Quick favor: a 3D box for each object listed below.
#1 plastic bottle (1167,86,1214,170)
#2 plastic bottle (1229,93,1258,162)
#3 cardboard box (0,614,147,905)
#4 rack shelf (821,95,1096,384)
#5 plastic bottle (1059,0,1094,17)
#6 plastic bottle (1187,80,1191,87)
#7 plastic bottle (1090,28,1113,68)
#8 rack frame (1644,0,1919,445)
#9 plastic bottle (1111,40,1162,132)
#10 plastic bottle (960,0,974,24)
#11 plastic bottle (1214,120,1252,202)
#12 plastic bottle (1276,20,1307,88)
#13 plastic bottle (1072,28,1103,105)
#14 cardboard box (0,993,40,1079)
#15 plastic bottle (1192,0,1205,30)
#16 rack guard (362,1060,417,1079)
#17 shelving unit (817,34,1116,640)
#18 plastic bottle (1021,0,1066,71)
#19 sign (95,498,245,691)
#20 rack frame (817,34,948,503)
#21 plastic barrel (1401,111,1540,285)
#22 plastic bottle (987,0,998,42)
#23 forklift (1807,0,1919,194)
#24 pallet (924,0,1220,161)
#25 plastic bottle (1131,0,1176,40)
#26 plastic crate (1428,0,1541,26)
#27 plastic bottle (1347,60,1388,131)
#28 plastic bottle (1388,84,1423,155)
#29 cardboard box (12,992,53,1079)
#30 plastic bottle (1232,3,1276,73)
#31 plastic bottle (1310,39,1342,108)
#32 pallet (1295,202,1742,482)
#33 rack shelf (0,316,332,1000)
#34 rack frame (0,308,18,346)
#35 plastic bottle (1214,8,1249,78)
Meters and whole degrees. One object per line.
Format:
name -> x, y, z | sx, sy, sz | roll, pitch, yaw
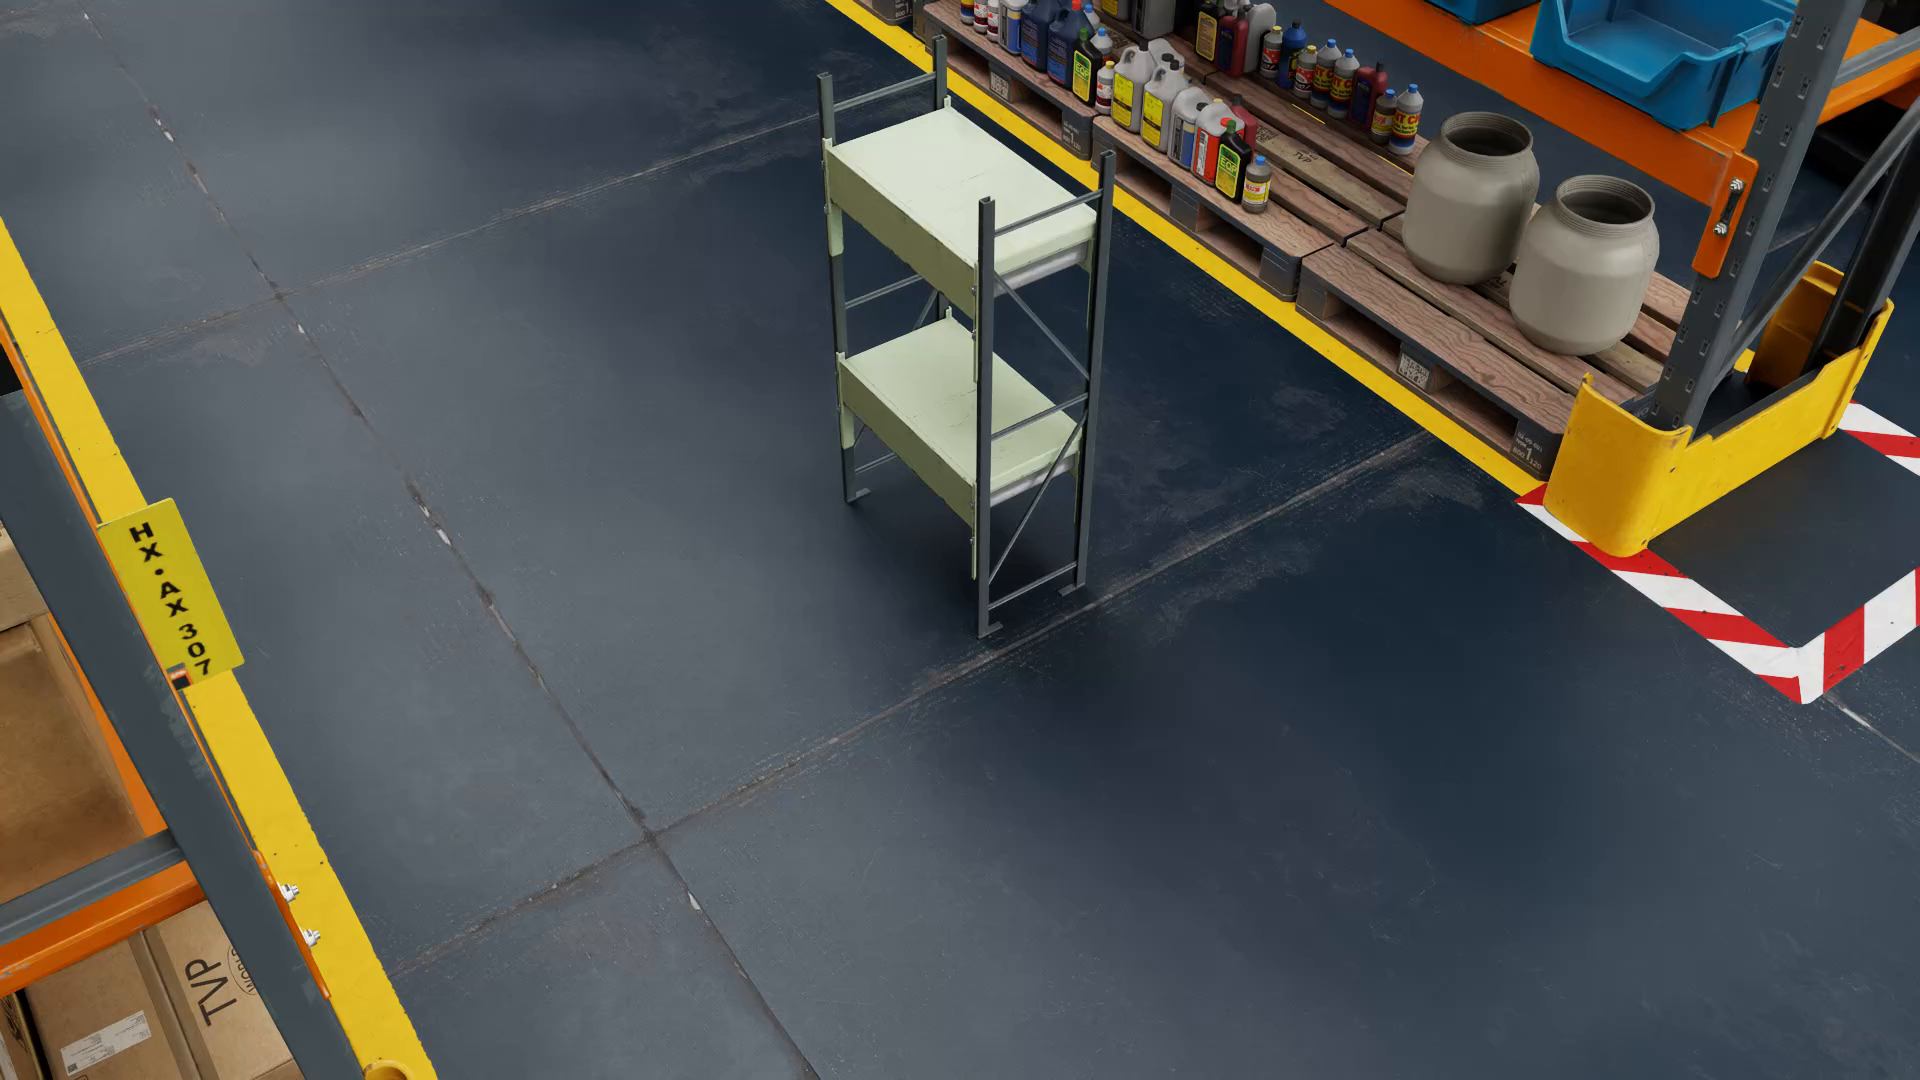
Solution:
plastic bottle -> 0.904, -1.589, 6.396 | 0.152, 0.276, 0.135 | -27, 50, -25
plastic bottle -> 1.070, -1.555, 6.356 | 0.061, 0.283, 0.133 | -26, 49, -24
cardboard box -> -1.806, 0.333, 2.656 | 0.700, 0.500, 0.500 | -26, 49, -24
rack shelf -> 0.004, -0.821, 4.459 | 0.431, 0.370, 0.720 | -26, 49, -24
plastic bottle -> 0.467, -2.218, 7.001 | 0.144, 0.351, 0.185 | -26, 49, -24
plastic bottle -> 0.880, -1.727, 6.594 | 0.097, 0.201, 0.097 | 0, 44, 0
plastic bottle -> 0.571, -1.957, 6.785 | 0.097, 0.271, 0.097 | 0, 44, 0
rack frame -> 2.515, -1.316, 4.456 | 1.000, 3.000, 0.127 | -26, 49, -24
plastic bottle -> 0.699, -1.814, 6.577 | 0.144, 0.351, 0.185 | -26, 49, -25
plastic bottle -> 0.050, -2.400, 7.249 | 0.097, 0.271, 0.097 | 0, 44, 0
plastic bottle -> 1.023, -1.418, 6.212 | 0.061, 0.283, 0.133 | -25, 49, -24
plastic bottle -> 1.364, -2.004, 6.834 | 0.097, 0.271, 0.097 | 0, 44, 0
plastic bottle -> 0.517, -1.920, 6.737 | 0.061, 0.283, 0.133 | -24, 48, -23
cardboard box -> -2.101, 1.024, 3.149 | 0.500, 0.500, 0.500 | -26, 49, -24
plastic bottle -> 1.069, -2.323, 7.159 | 0.061, 0.283, 0.133 | -23, 48, -22
rack guard -> -1.536, 1.556, 3.258 | 1.175, 0.500, 0.348 | -26, 49, -24
shelving unit -> 0.004, -0.539, 4.728 | 0.431, 1.500, 0.755 | -26, 49, -24
plastic bottle -> 0.348, -2.161, 6.941 | 0.144, 0.351, 0.185 | -24, 49, -23
sign -> -1.091, 0.081, 2.309 | 0.100, 0.325, 0.005 | -26, 49, -24
rack frame -> -0.206, -0.746, 4.945 | 0.400, 1.500, 0.023 | -26, 49, -24
plastic barrel -> 1.789, -1.194, 5.826 | 0.421, 0.512, 0.421 | 0, 44, 0
plastic bottle -> 0.166, -2.260, 7.152 | 0.097, 0.201, 0.097 | 0, 44, 0
forklift -> 3.917, -2.857, 6.120 | 1.130, 2.935, 3.031 | -18, 47, -18
pallet -> 0.577, -2.176, 7.376 | 1.003, 0.211, 1.213 | -26, 49, -24
plastic bottle -> 0.834, -2.323, 7.165 | 0.152, 0.276, 0.135 | -26, 49, -24
plastic crate -> 1.617, -1.797, 5.068 | 0.499, 0.251, 0.408 | -26, 49, -24
plastic bottle -> 1.619, -1.778, 6.589 | 0.061, 0.283, 0.133 | -25, 49, -24
plastic bottle -> 1.734, -1.638, 6.451 | 0.097, 0.271, 0.097 | 0, 44, 0
cardboard box -> -2.099, 1.294, 3.409 | 0.500, 0.250, 0.500 | -26, 49, -24
plastic bottle -> 1.216, -2.119, 6.951 | 0.152, 0.276, 0.135 | -25, 49, -24
plastic bottle -> 1.480, -1.889, 6.714 | 0.097, 0.271, 0.097 | 0, 44, 0
pallet -> 1.973, -0.794, 5.929 | 1.003, 0.211, 1.213 | -26, 49, -24
rack shelf -> -2.694, -0.234, 3.844 | 1.077, 0.370, 4.000 | -26, 49, -24
rack frame -> -3.838, -1.627, 4.782 | 1.000, 3.000, 0.127 | -26, 49, -24
plastic bottle -> 1.129, -2.079, 6.905 | 0.061, 0.283, 0.133 | -26, 49, -24
